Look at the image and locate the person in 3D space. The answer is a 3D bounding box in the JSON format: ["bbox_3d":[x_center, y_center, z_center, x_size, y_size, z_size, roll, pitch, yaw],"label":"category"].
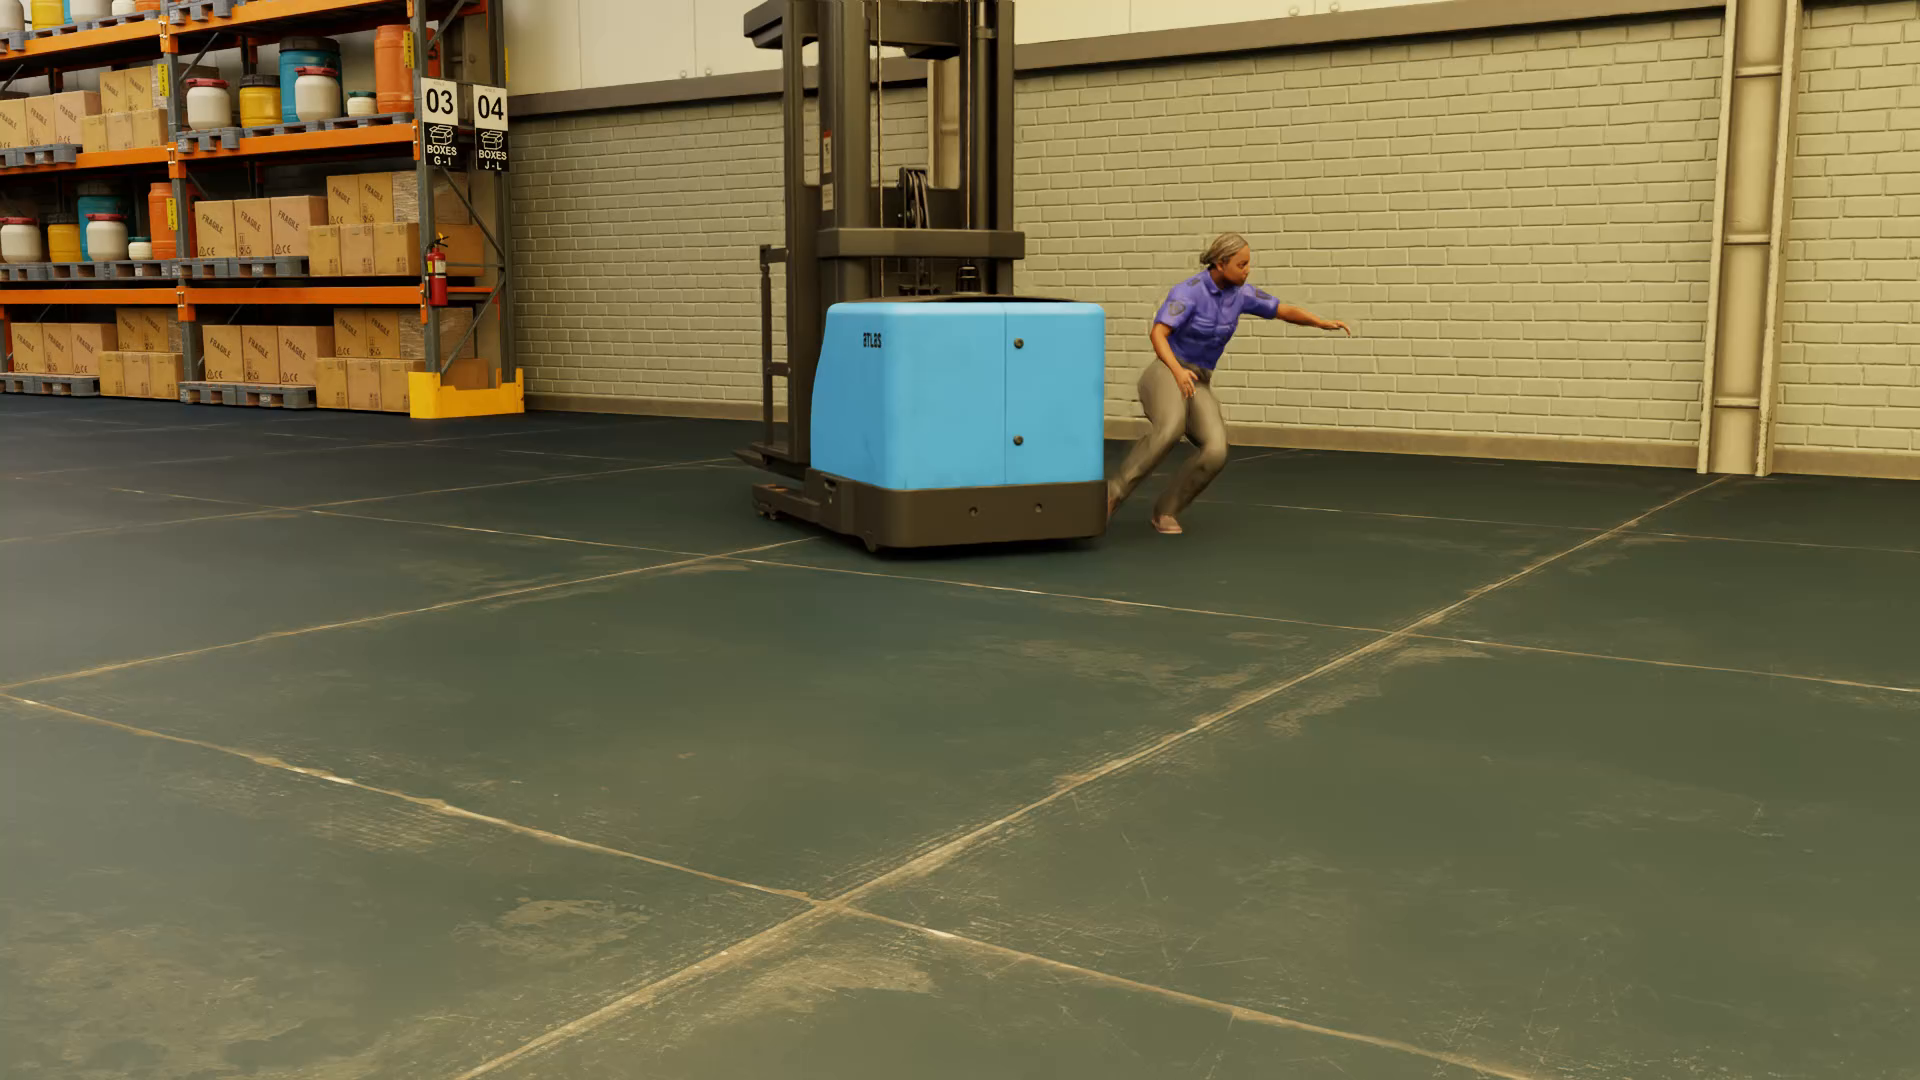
[{"bbox_3d":[1.109,-0.707,7.680,1.196,1.419,0.856,-6,10,-38],"label":"person"}]

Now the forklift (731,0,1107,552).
[{"bbox_3d":[-0.410,-1.568,8.220,1.130,2.935,3.031,-4,9,-23],"label":"forklift"}]
